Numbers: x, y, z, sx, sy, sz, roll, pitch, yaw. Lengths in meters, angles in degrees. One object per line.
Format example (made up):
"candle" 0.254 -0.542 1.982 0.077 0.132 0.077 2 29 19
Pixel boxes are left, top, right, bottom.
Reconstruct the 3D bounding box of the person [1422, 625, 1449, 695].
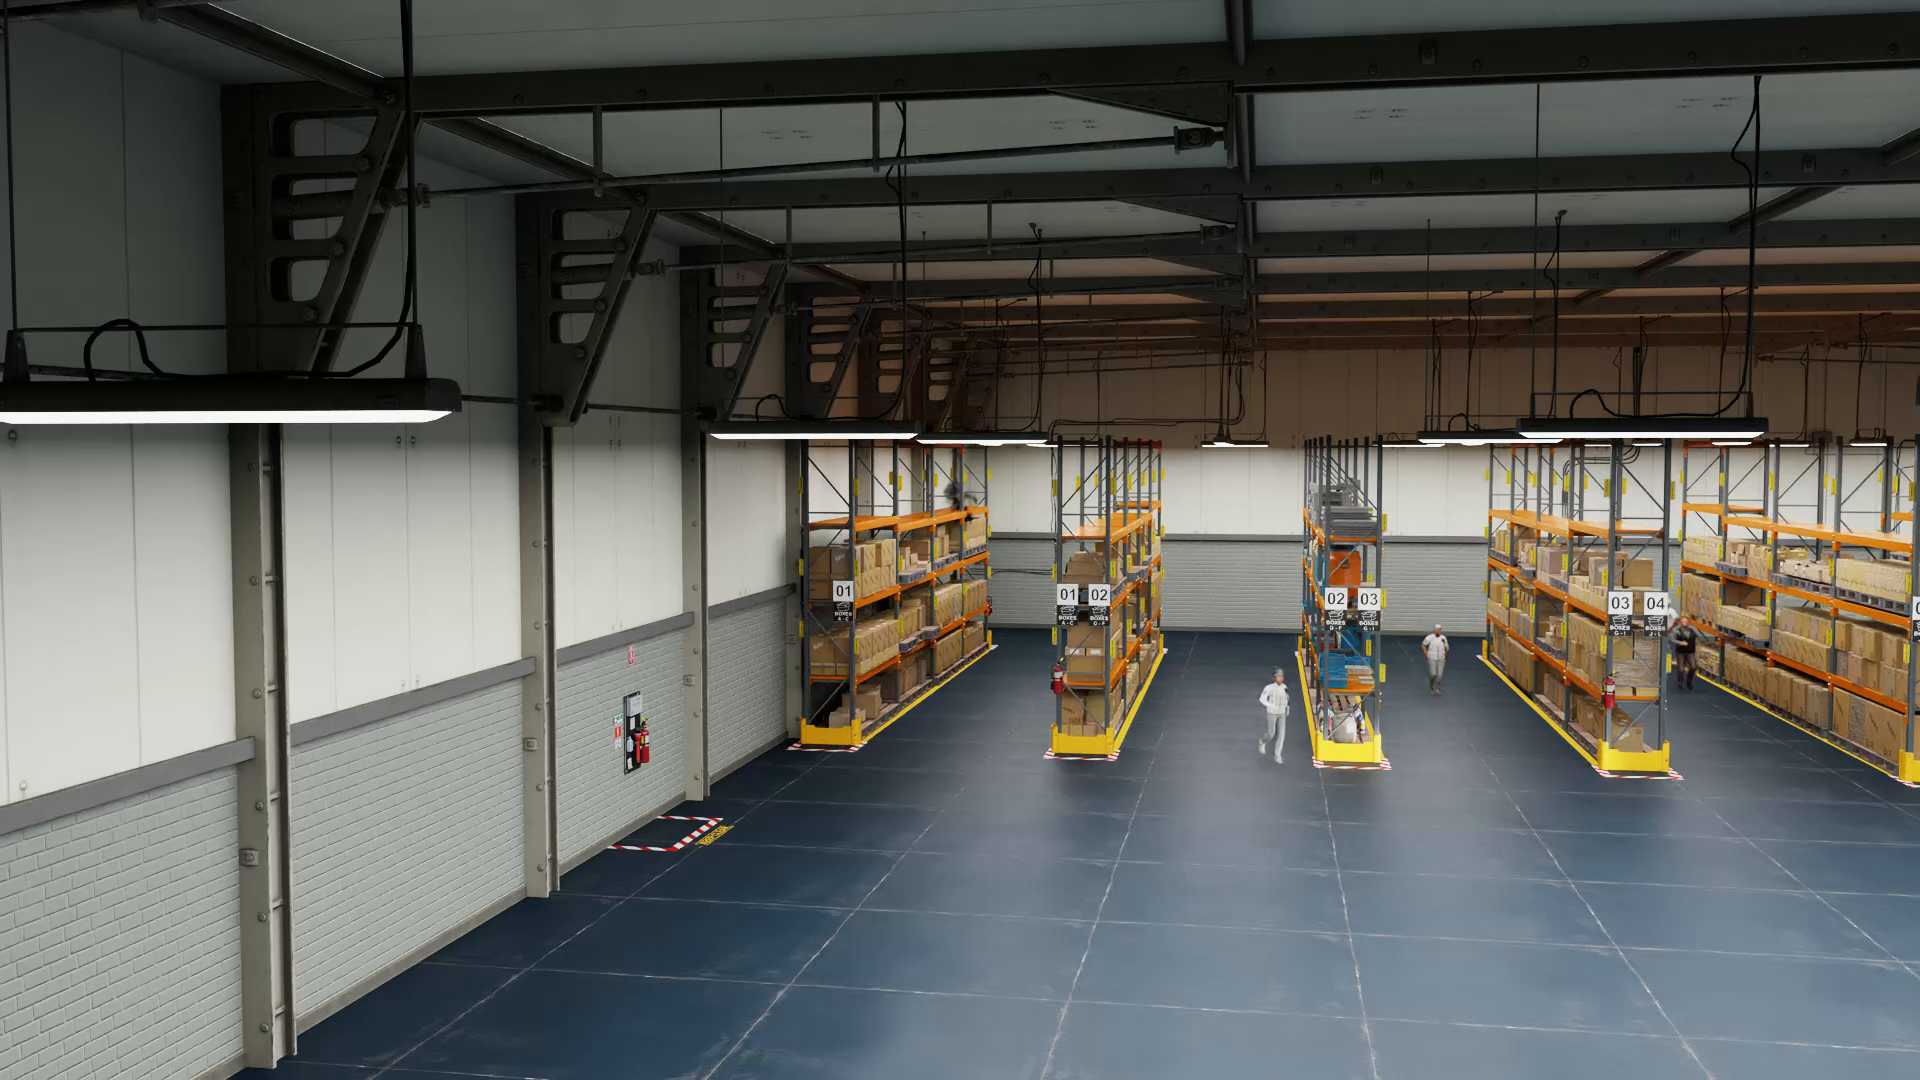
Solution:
"person" 11.128 2.815 38.840 0.593 1.679 0.547 0 3 2

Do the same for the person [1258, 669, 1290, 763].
"person" 5.850 3.234 30.767 0.639 1.707 0.755 -1 3 -16

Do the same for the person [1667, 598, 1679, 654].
"person" 19.200 2.421 45.392 0.516 1.709 0.763 0 3 -4

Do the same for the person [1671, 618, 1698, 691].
"person" 17.282 2.723 39.603 0.692 1.728 0.668 0 3 7
